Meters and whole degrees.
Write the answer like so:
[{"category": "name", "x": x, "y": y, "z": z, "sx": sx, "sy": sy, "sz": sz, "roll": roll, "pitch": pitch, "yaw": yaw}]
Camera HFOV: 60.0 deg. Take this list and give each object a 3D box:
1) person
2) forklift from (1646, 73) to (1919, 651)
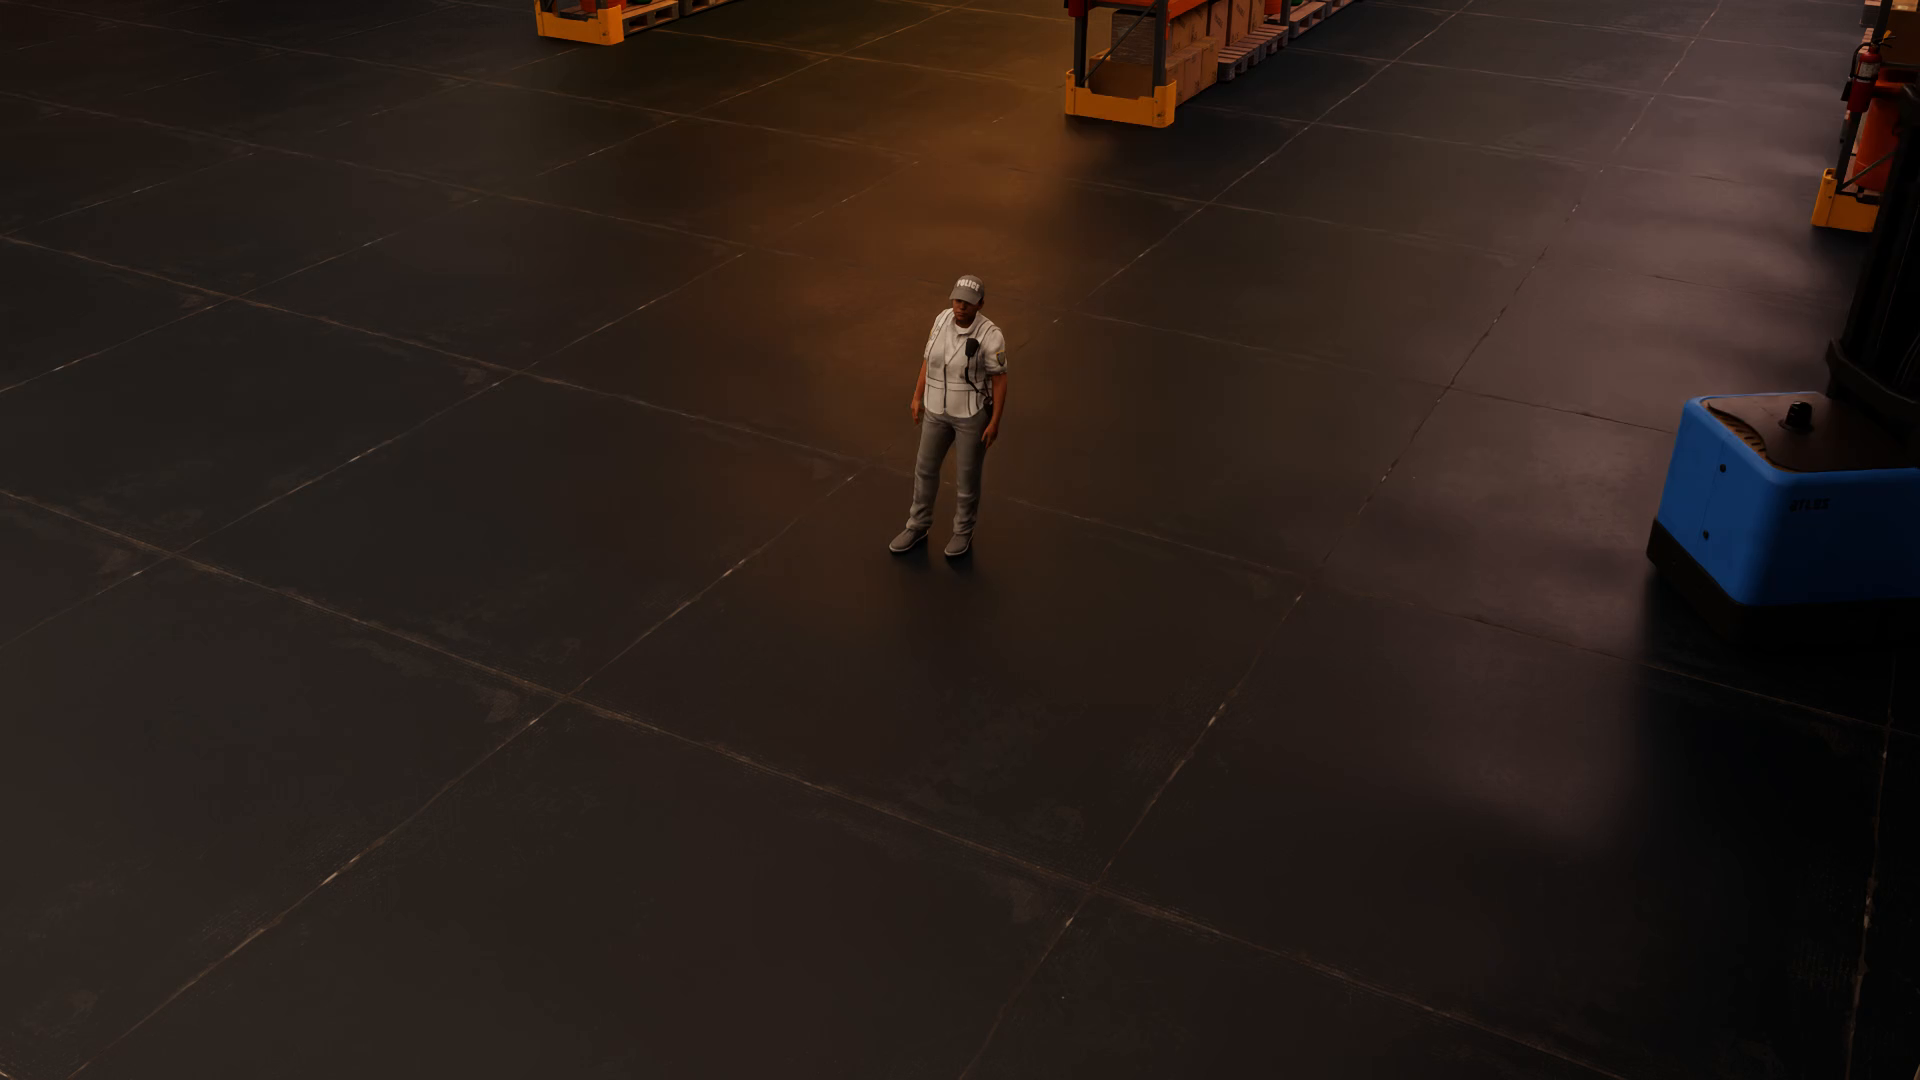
[{"category": "person", "x": -0.057, "y": -0.700, "z": 9.534, "sx": 0.598, "sy": 1.670, "sz": 0.529, "roll": 15, "pitch": 33, "yaw": 25}, {"category": "forklift", "x": 5.555, "y": -0.976, "z": 8.762, "sx": 3.031, "sy": 2.935, "sz": 1.130, "roll": -3, "pitch": 30, "yaw": -5}]
